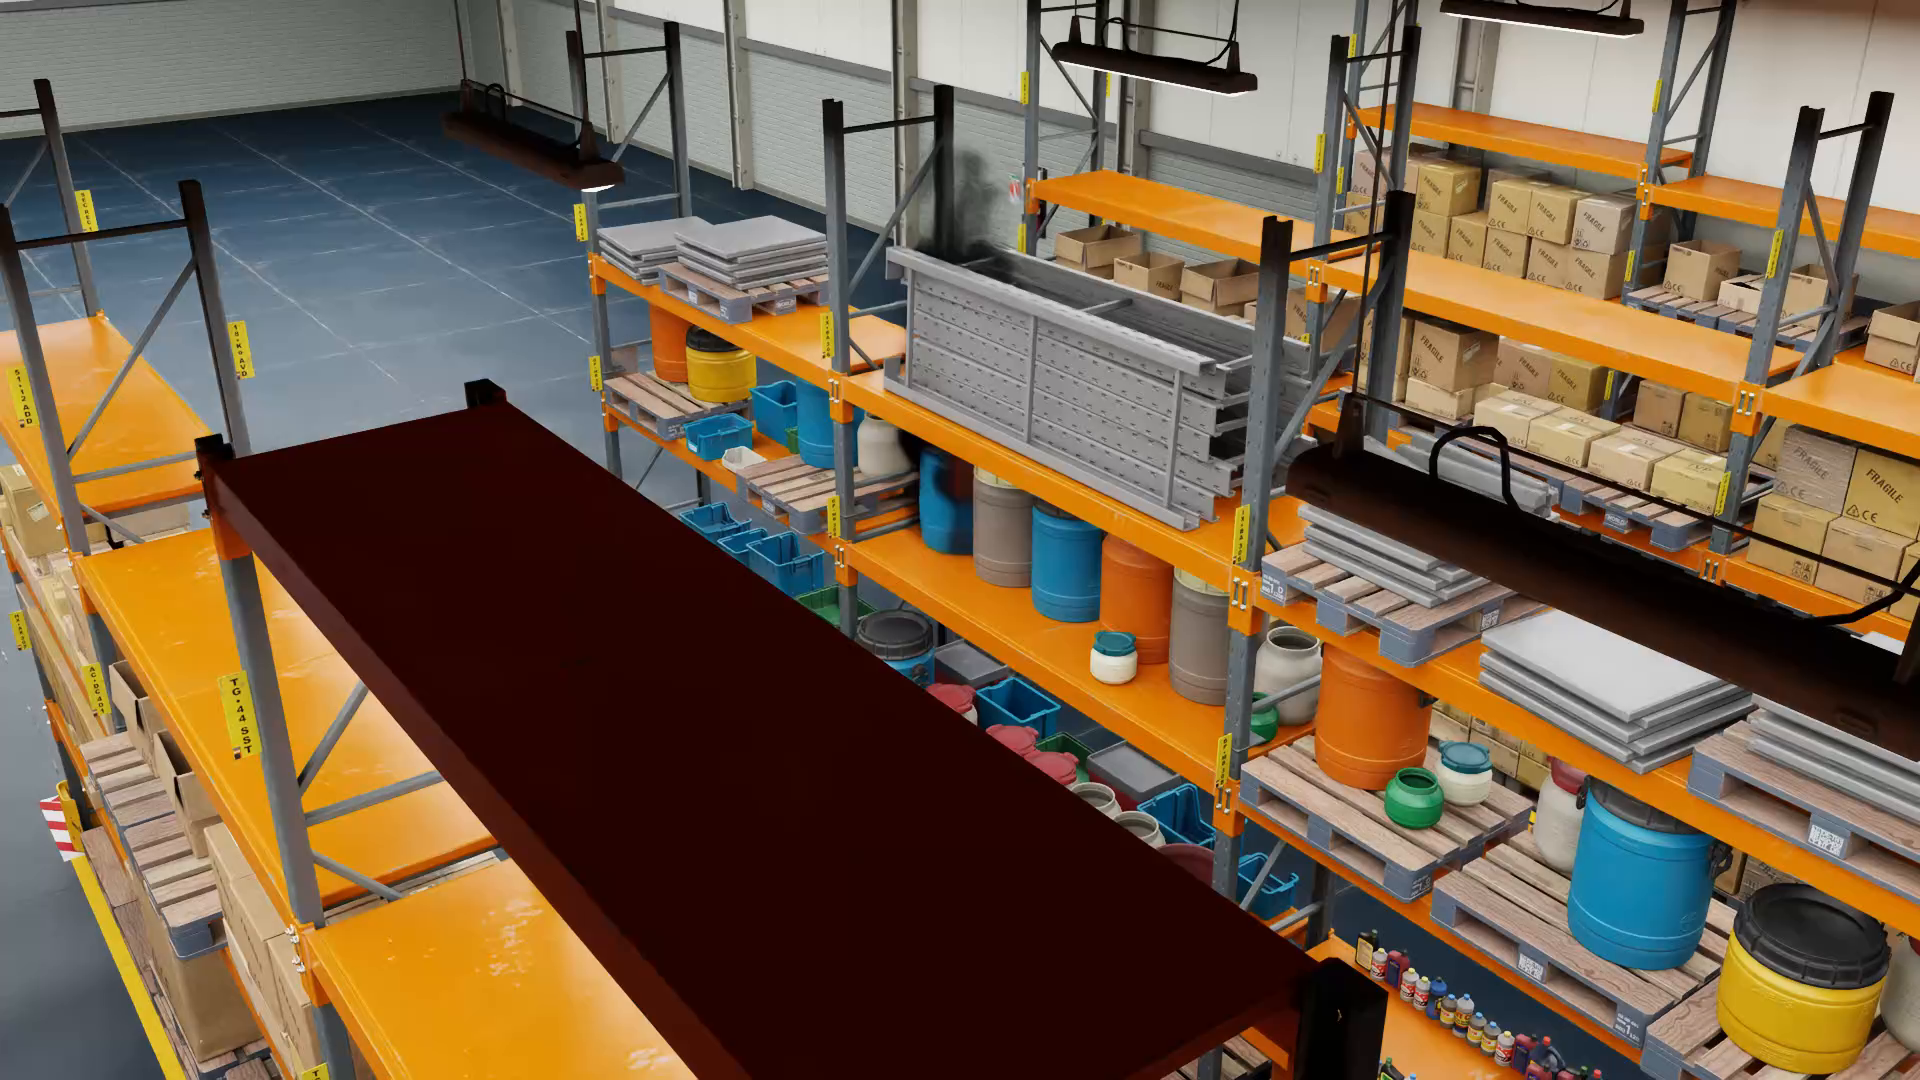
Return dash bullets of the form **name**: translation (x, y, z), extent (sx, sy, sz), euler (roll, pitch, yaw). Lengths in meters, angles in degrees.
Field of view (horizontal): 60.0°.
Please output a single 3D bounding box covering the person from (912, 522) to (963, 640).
- **person**: translation (-0.132, 0.431, 16.277), extent (0.821, 1.497, 0.645), euler (10, 27, 20)
